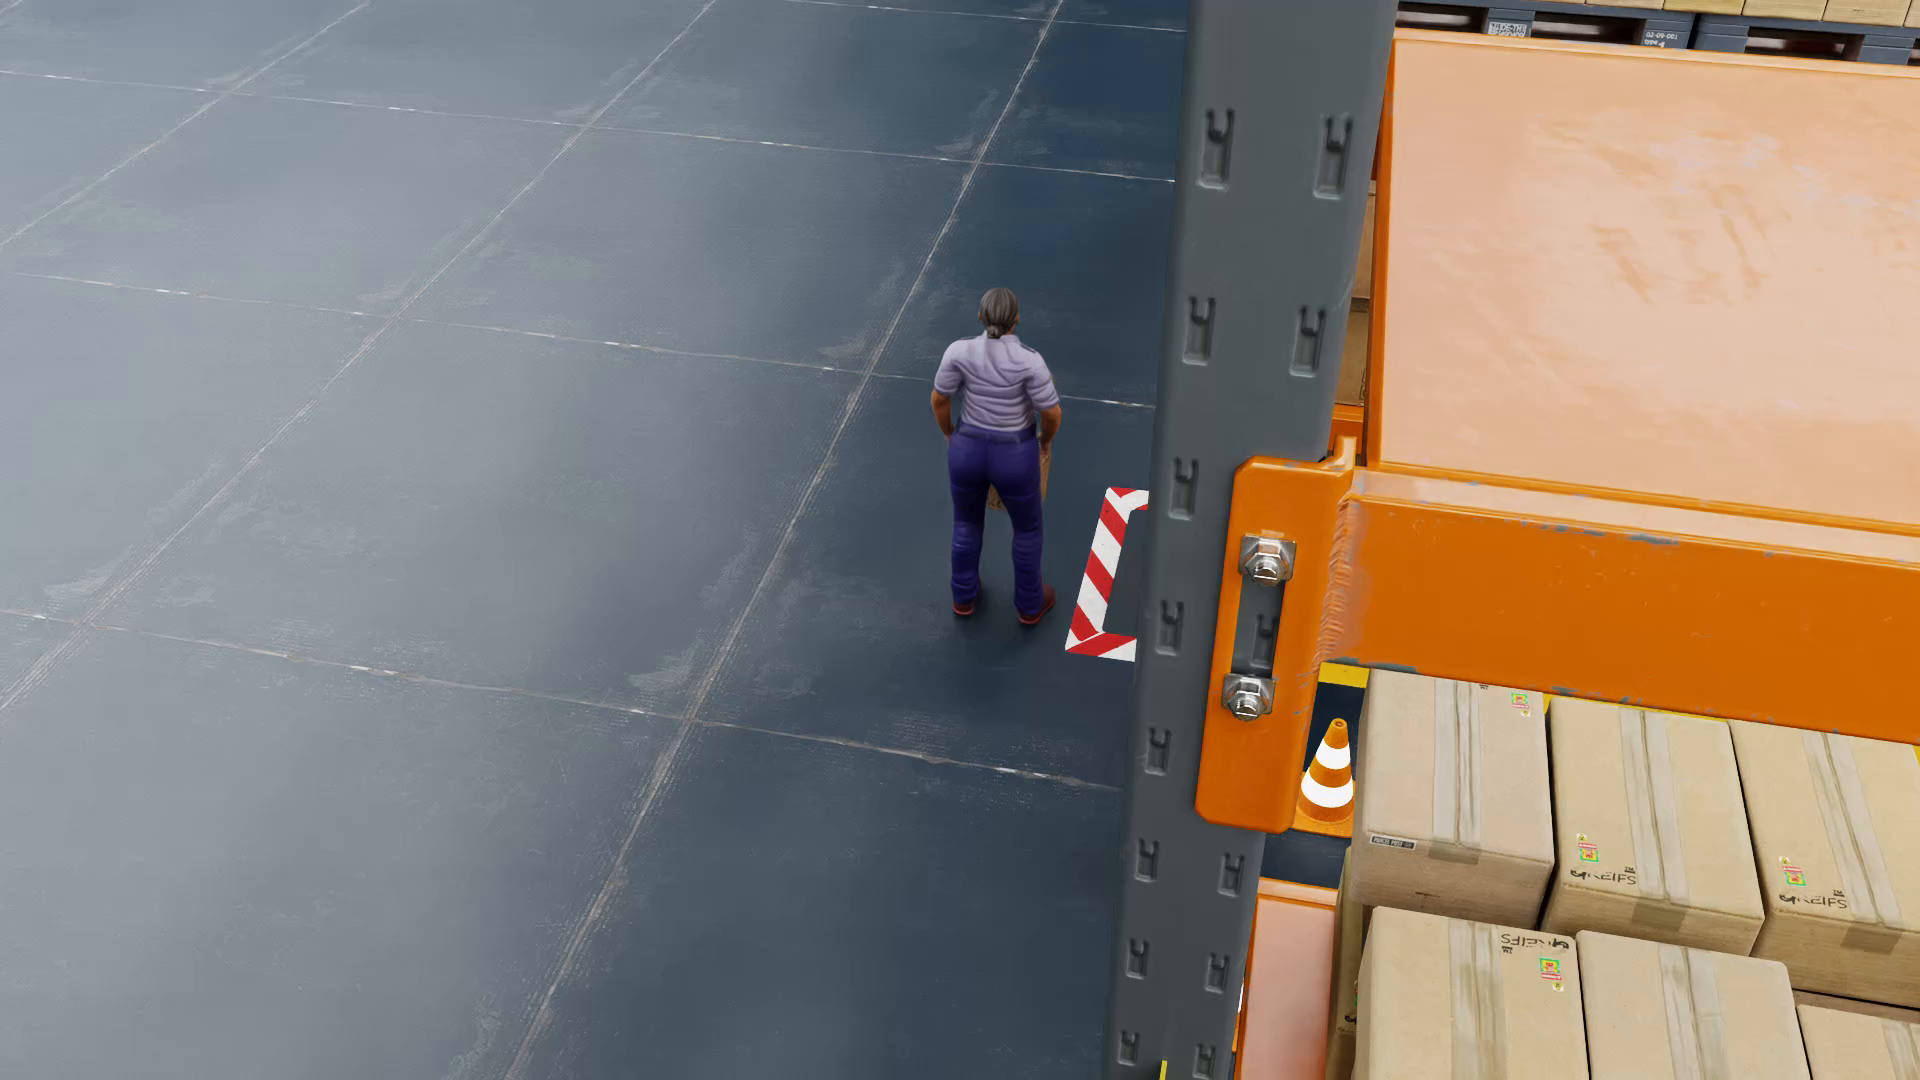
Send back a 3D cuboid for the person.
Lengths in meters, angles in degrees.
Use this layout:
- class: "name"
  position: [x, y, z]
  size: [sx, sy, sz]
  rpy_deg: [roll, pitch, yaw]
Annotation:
- class: "person"
  position: [0.162, -0.381, 7.485]
  size: [0.584, 1.639, 0.386]
  rpy_deg: [10, 38, 14]
